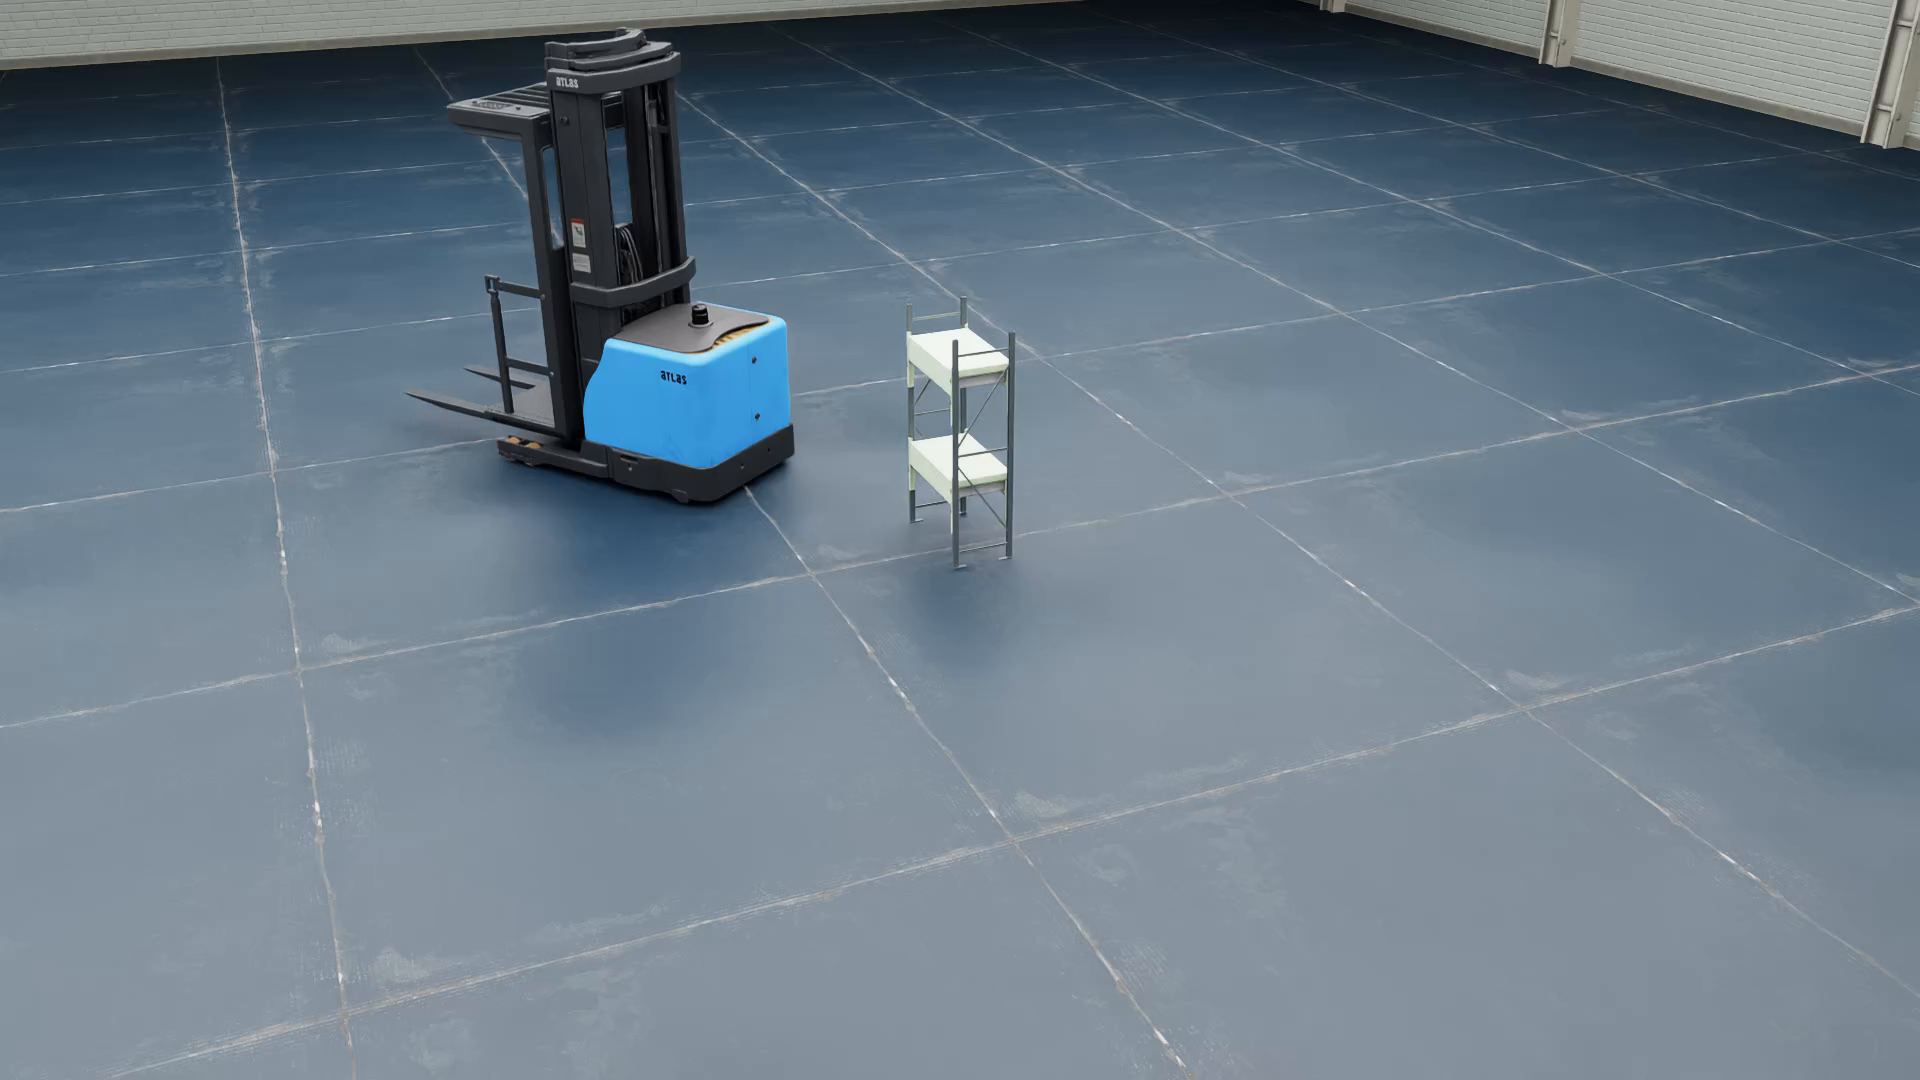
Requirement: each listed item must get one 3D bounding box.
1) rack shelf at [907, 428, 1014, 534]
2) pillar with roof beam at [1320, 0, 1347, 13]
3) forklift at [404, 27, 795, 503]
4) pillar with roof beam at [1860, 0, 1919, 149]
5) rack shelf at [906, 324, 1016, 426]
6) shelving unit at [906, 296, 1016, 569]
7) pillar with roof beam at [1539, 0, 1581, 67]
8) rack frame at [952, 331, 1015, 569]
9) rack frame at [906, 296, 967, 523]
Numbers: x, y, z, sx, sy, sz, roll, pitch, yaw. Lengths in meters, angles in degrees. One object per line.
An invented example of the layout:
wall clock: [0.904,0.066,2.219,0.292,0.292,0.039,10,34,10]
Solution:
rack shelf: [-0.003,-0.384,10.569,0.431,0.370,0.720,-11,28,-21]
pillar with roof beam: [2.963,-13.139,27.404,9.100,9.000,0.400,-11,28,-21]
forklift: [-2.713,-2.024,11.555,3.031,2.935,1.130,14,29,27]
pillar with roof beam: [7.662,-8.295,17.482,9.100,9.000,0.400,-11,28,-21]
rack shelf: [-0.003,-1.027,10.255,0.431,0.370,0.720,-11,28,-21]
shelving unit: [-0.003,-0.677,10.426,0.431,1.500,0.755,-11,28,-21]
pillar with roof beam: [5.313,-10.717,22.443,9.100,9.000,0.400,-11,28,-21]
rack frame: [0.141,-0.529,10.124,0.400,1.500,0.023,-11,28,-21]
rack frame: [-0.146,-0.824,10.729,0.400,1.500,0.023,-11,28,-21]
